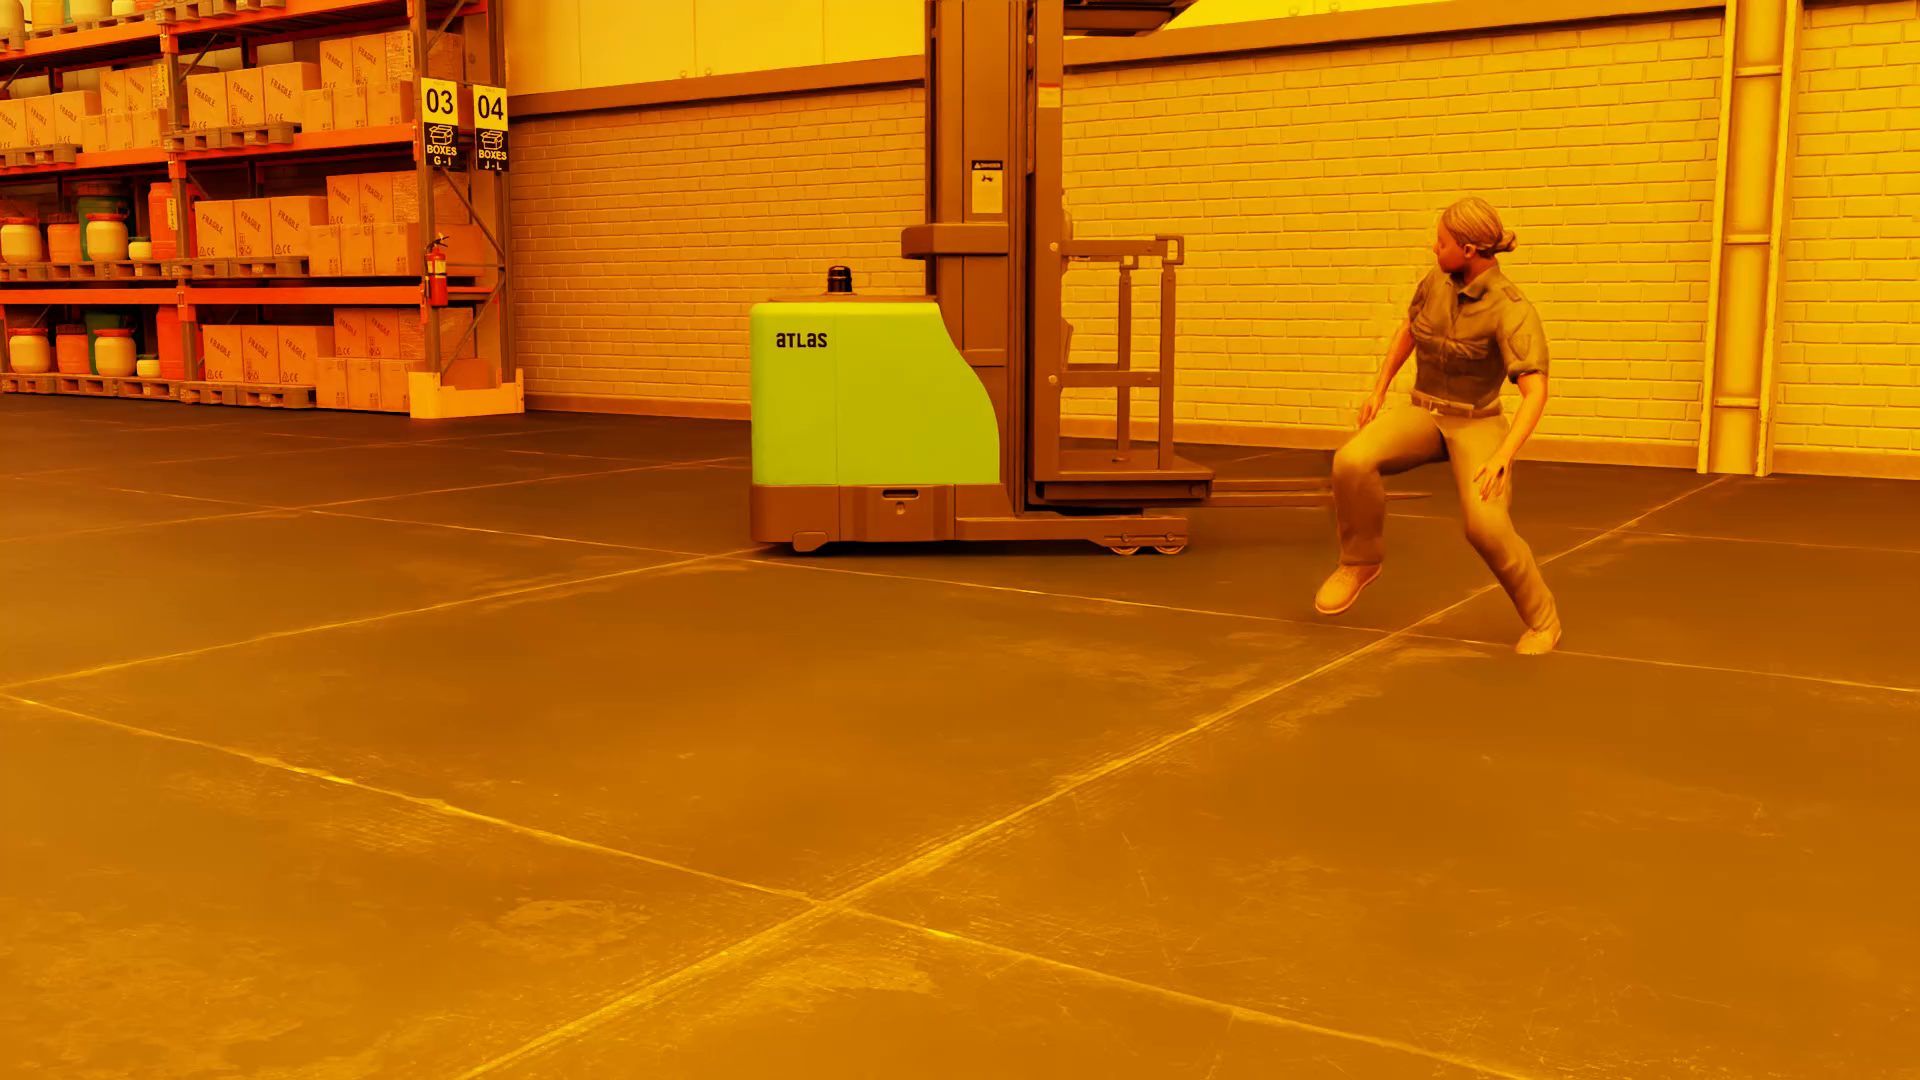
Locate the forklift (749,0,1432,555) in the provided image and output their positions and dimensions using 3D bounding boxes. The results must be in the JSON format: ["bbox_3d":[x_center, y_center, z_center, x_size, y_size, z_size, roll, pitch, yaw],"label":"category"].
[{"bbox_3d":[0.576,-1.460,7.462,3.031,2.935,1.130,-1,8,-5],"label":"forklift"}]

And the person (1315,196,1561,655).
[{"bbox_3d":[1.548,-0.351,5.291,0.743,1.423,0.615,8,11,43],"label":"person"}]
